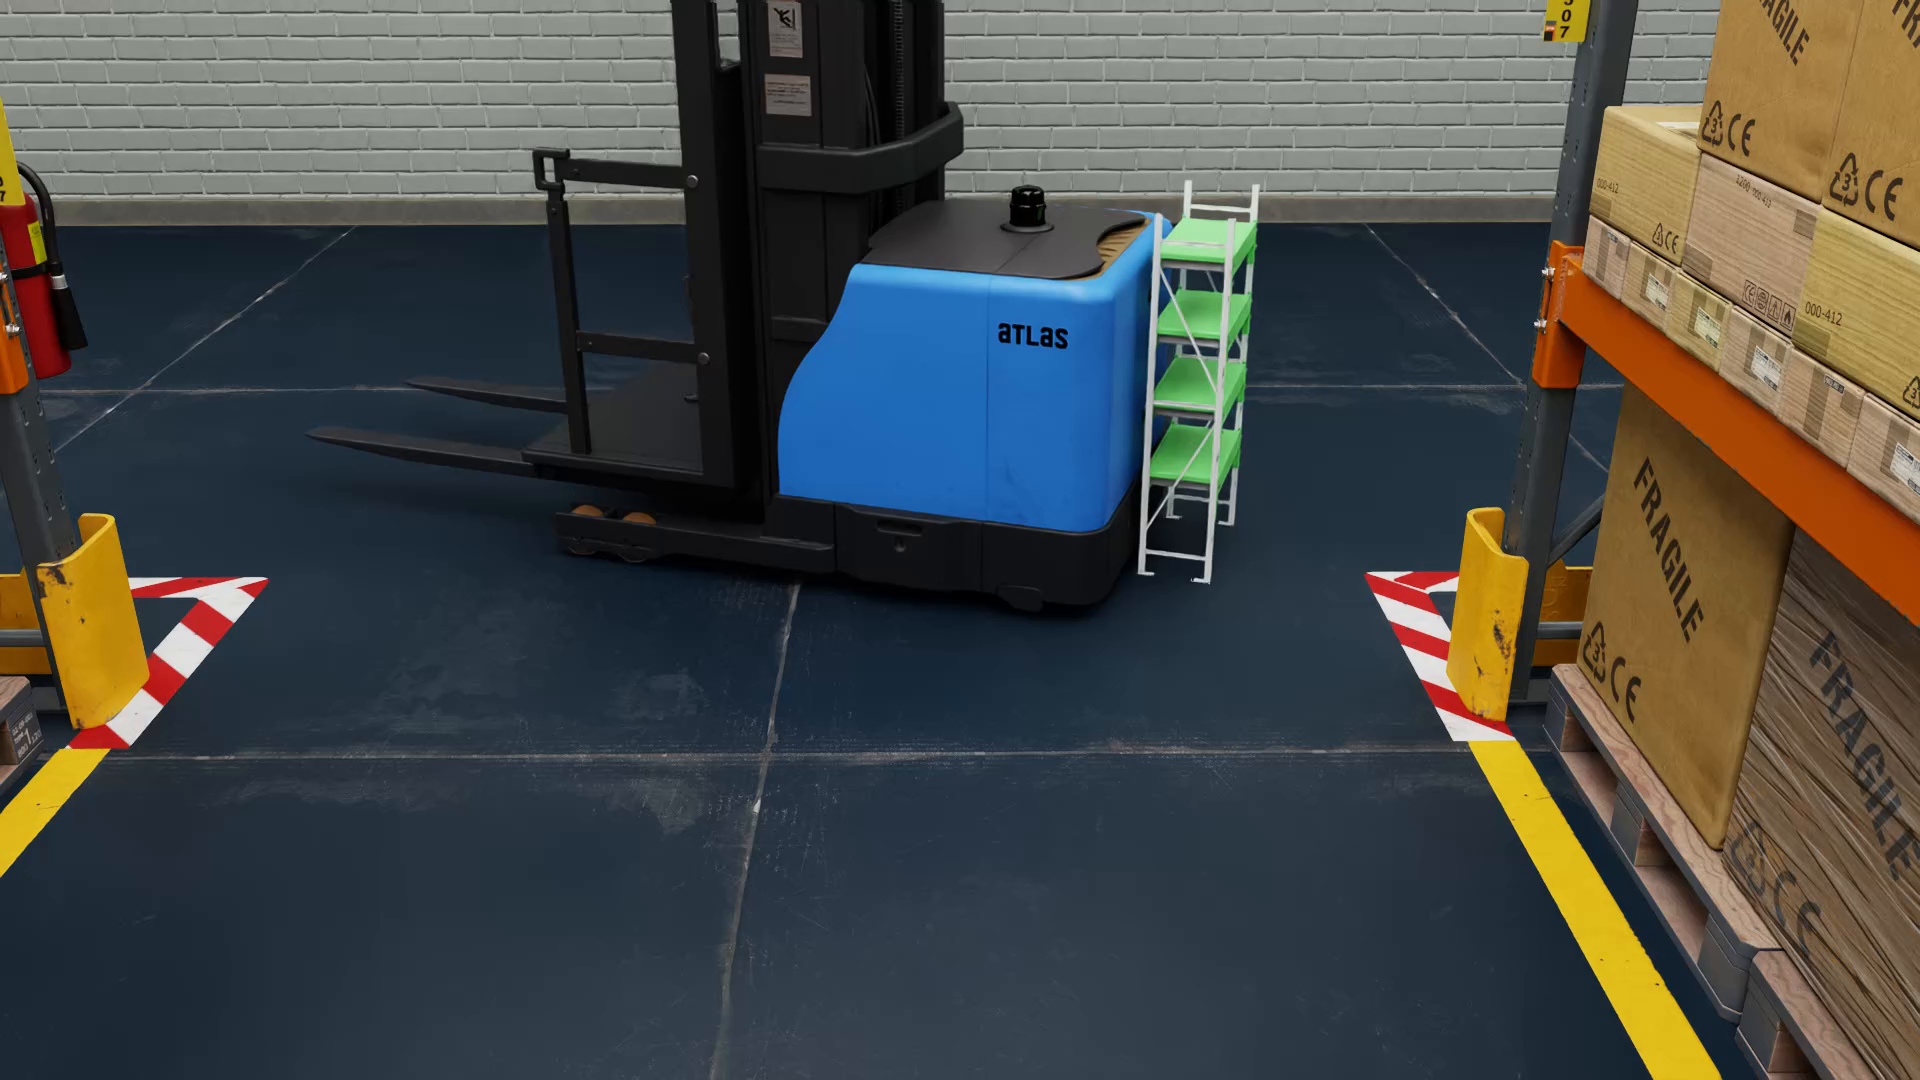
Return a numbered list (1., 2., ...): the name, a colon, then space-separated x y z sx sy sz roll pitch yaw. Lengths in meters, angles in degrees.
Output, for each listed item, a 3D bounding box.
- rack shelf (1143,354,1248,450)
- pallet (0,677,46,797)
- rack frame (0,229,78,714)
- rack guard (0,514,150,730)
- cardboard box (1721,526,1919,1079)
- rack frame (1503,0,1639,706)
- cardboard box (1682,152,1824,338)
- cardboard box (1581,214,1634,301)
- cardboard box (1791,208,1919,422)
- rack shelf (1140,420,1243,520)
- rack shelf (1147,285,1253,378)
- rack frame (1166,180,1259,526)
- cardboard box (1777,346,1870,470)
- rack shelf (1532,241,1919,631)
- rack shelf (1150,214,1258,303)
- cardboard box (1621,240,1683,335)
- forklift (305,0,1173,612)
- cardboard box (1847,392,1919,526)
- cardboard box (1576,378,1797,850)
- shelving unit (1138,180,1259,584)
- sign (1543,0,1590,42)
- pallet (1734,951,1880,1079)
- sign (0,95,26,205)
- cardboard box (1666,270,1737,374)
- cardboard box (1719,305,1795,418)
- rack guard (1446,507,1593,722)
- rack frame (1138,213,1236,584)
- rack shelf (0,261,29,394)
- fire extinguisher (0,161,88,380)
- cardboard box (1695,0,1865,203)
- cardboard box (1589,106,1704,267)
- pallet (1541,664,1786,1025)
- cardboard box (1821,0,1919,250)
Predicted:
1. rack shelf: 0.778 -0.459 5.465 0.258 0.148 0.480 7 25 16
2. pallet: -2.967 0.708 3.928 1.003 0.211 1.213 0 24 -1
3. rack frame: -2.937 -0.902 4.105 1.000 3.000 0.127 0 24 -1
4. rack guard: -2.950 0.227 4.642 1.175 0.500 0.348 0 24 -1
5. cardboard box: 2.113 0.491 3.094 0.875 0.875 0.875 0 24 -1
6. rack frame: 2.016 -0.924 4.154 1.000 3.000 0.127 0 24 -1
7. cardboard box: 1.763 -0.578 3.210 0.500 0.250 0.500 -1 24 -1
8. cardboard box: 1.690 -0.662 3.879 0.380 0.149 0.250 0 24 0
9. cardboard box: 1.765 -0.371 2.752 0.500 0.250 0.500 -1 24 -2
10. rack shelf: 0.778 -0.241 5.564 0.258 0.148 0.480 7 25 16
11. rack shelf: 0.778 -0.678 5.366 0.258 0.148 0.480 7 25 16
12. rack frame: 0.852 -0.613 5.650 0.240 1.200 0.015 7 25 16
13. cardboard box: 1.703 -0.239 2.943 0.380 0.149 0.250 -1 24 -2
14. rack shelf: 2.038 0.227 2.480 1.077 0.370 4.000 0 24 -1
15. rack shelf: 0.778 -0.897 5.267 0.258 0.148 0.480 7 25 16
16. cardboard box: 1.694 -0.557 3.645 0.380 0.149 0.250 -1 24 -1
17. forklift: -0.849 -1.455 5.411 3.031 2.935 1.130 8 25 16
18. cardboard box: 1.706 -0.132 2.708 0.380 0.149 0.250 -1 24 -1
19. cardboard box: 2.103 0.116 3.923 0.875 0.875 0.875 0 24 -1
20. shelving unit: 0.778 -0.518 5.438 0.258 1.200 0.503 7 25 16
21. sign: 1.461 -1.355 3.959 0.100 0.325 0.005 0 24 -1
22. pallet: 2.113 1.177 2.892 1.003 0.211 1.213 0 24 -1
23. sign: -2.387 -0.986 4.091 0.100 0.325 0.005 0 24 -1
24. cardboard box: 1.697 -0.451 3.412 0.380 0.149 0.250 -1 24 -2
25. cardboard box: 1.701 -0.344 3.174 0.380 0.149 0.250 -1 24 -1
26. rack guard: 2.015 0.205 4.691 1.175 0.500 0.348 0 24 -1
27. rack frame: 0.705 -0.422 5.226 0.240 1.200 0.015 7 25 16
28. rack shelf: -2.915 0.250 2.431 1.077 0.370 4.000 0 24 -1
29. fire extinguisher: -2.484 -0.761 4.340 0.296 0.674 0.183 0 24 -1
30. cardboard box: 1.756 -0.928 3.074 0.500 0.500 0.500 -1 24 -2
31. cardboard box: 1.751 -0.793 3.684 0.500 0.250 0.500 -1 24 -2
32. pallet: 2.103 0.675 4.001 1.003 0.211 1.213 0 24 -1
33. cardboard box: 1.768 -0.715 2.602 0.500 0.500 0.500 -1 24 -2
